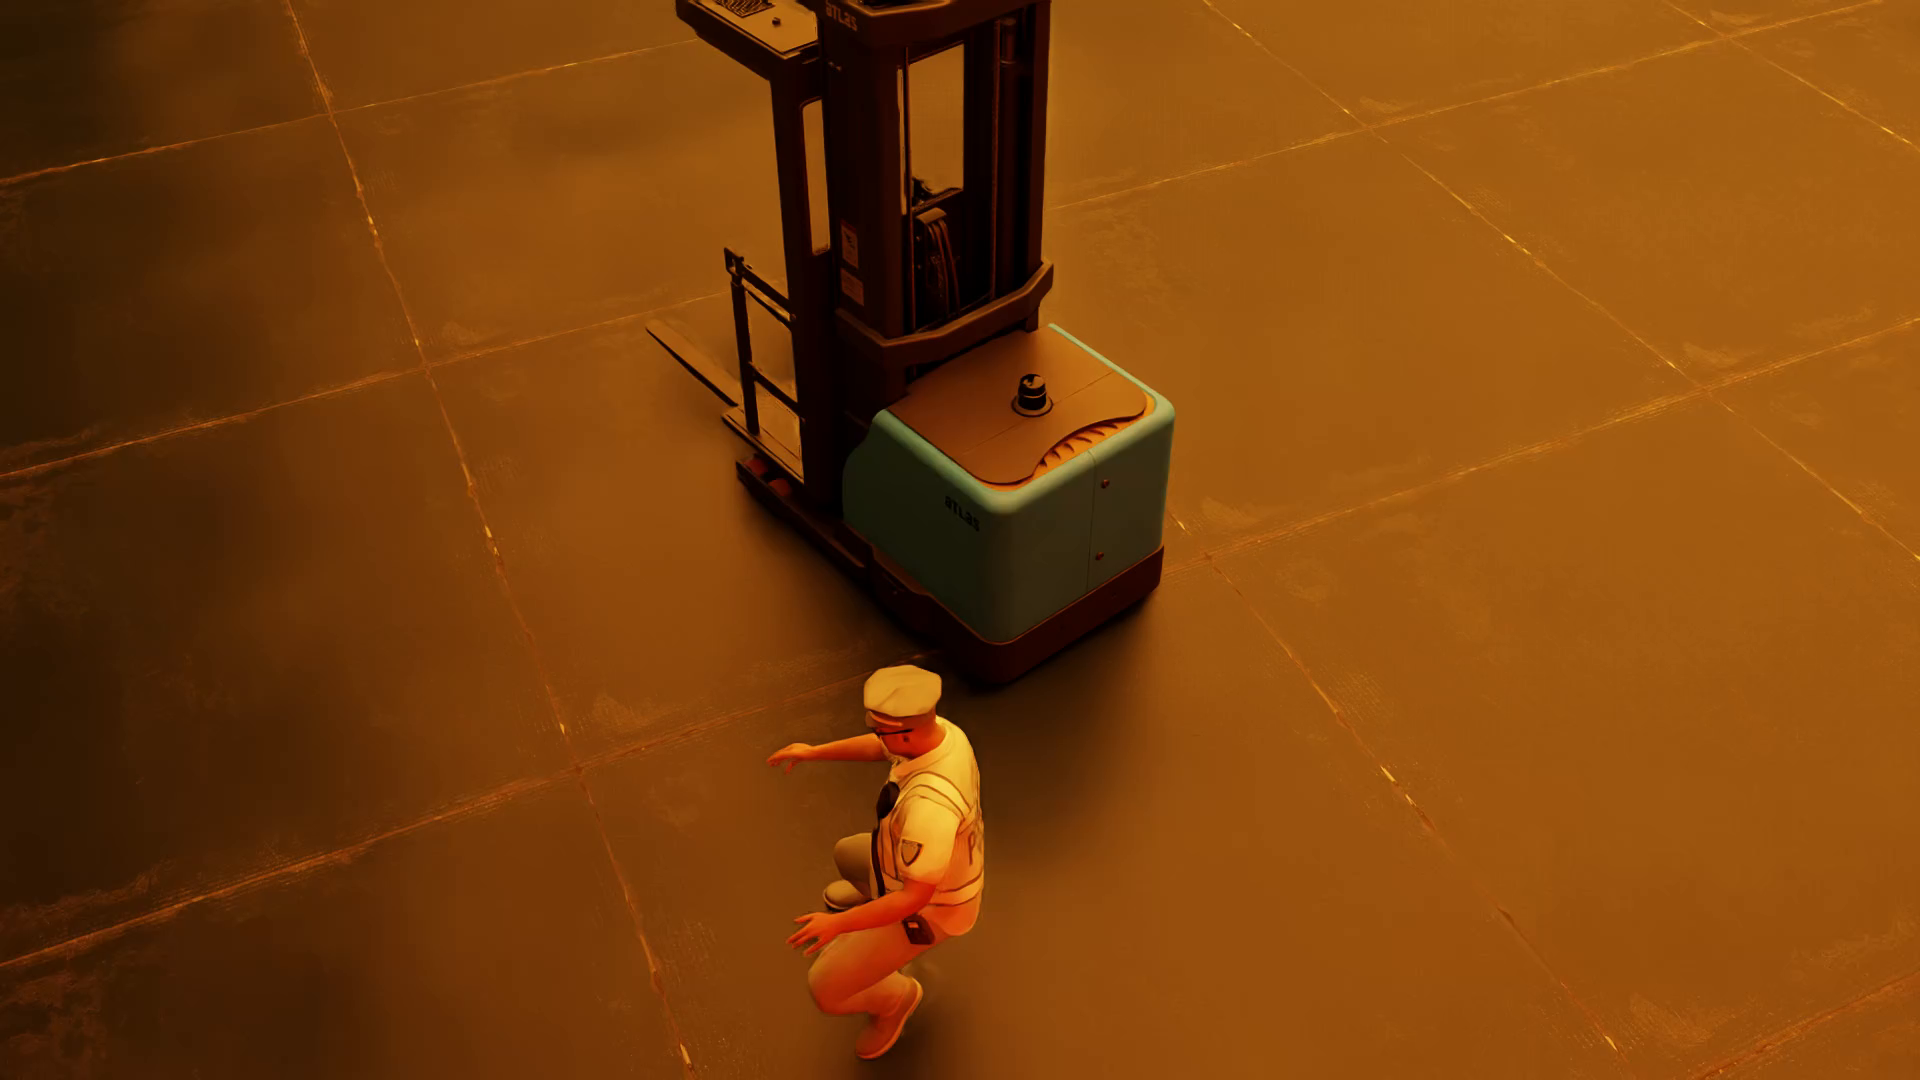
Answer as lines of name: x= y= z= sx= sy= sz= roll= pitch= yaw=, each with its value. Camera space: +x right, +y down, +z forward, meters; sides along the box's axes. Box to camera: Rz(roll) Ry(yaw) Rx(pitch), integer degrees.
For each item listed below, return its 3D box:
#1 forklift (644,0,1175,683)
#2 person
forklift: x=-0.426 y=-1.400 z=7.180 sx=1.130 sy=2.935 sz=3.031 roll=-30 pitch=51 yaw=-28
person: x=-0.302 y=1.067 z=5.532 sx=0.768 sy=1.567 sz=0.907 roll=2 pitch=43 yaw=2
